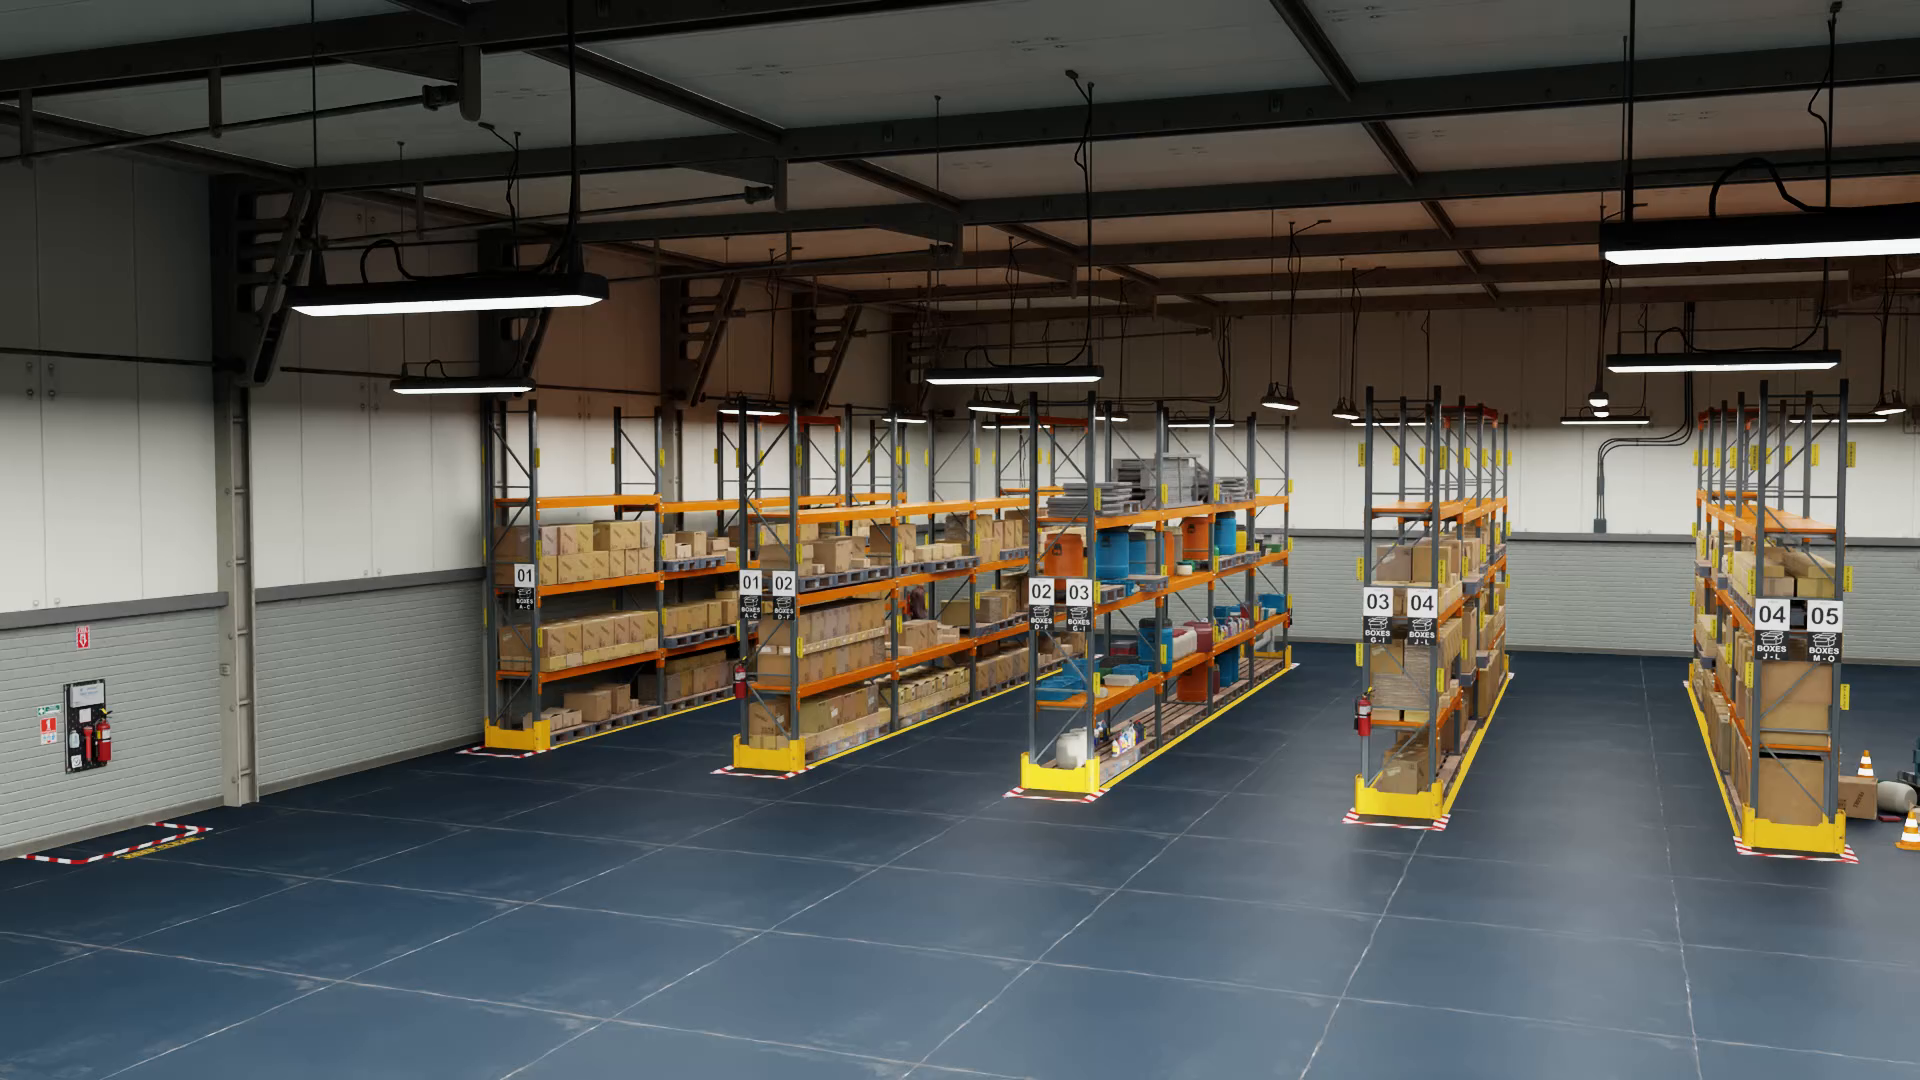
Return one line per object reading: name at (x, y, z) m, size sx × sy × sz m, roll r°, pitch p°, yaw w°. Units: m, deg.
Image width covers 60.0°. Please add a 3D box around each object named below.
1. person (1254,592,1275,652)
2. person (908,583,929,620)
person at (7.577, 2.125, 41.207) m, size 0.617 × 1.668 × 0.486 m, roll 2°, pitch 4°, yaw 39°
person at (-1.060, 1.916, 44.639) m, size 0.967 × 1.745 × 0.557 m, roll 0°, pitch 3°, yaw 7°
